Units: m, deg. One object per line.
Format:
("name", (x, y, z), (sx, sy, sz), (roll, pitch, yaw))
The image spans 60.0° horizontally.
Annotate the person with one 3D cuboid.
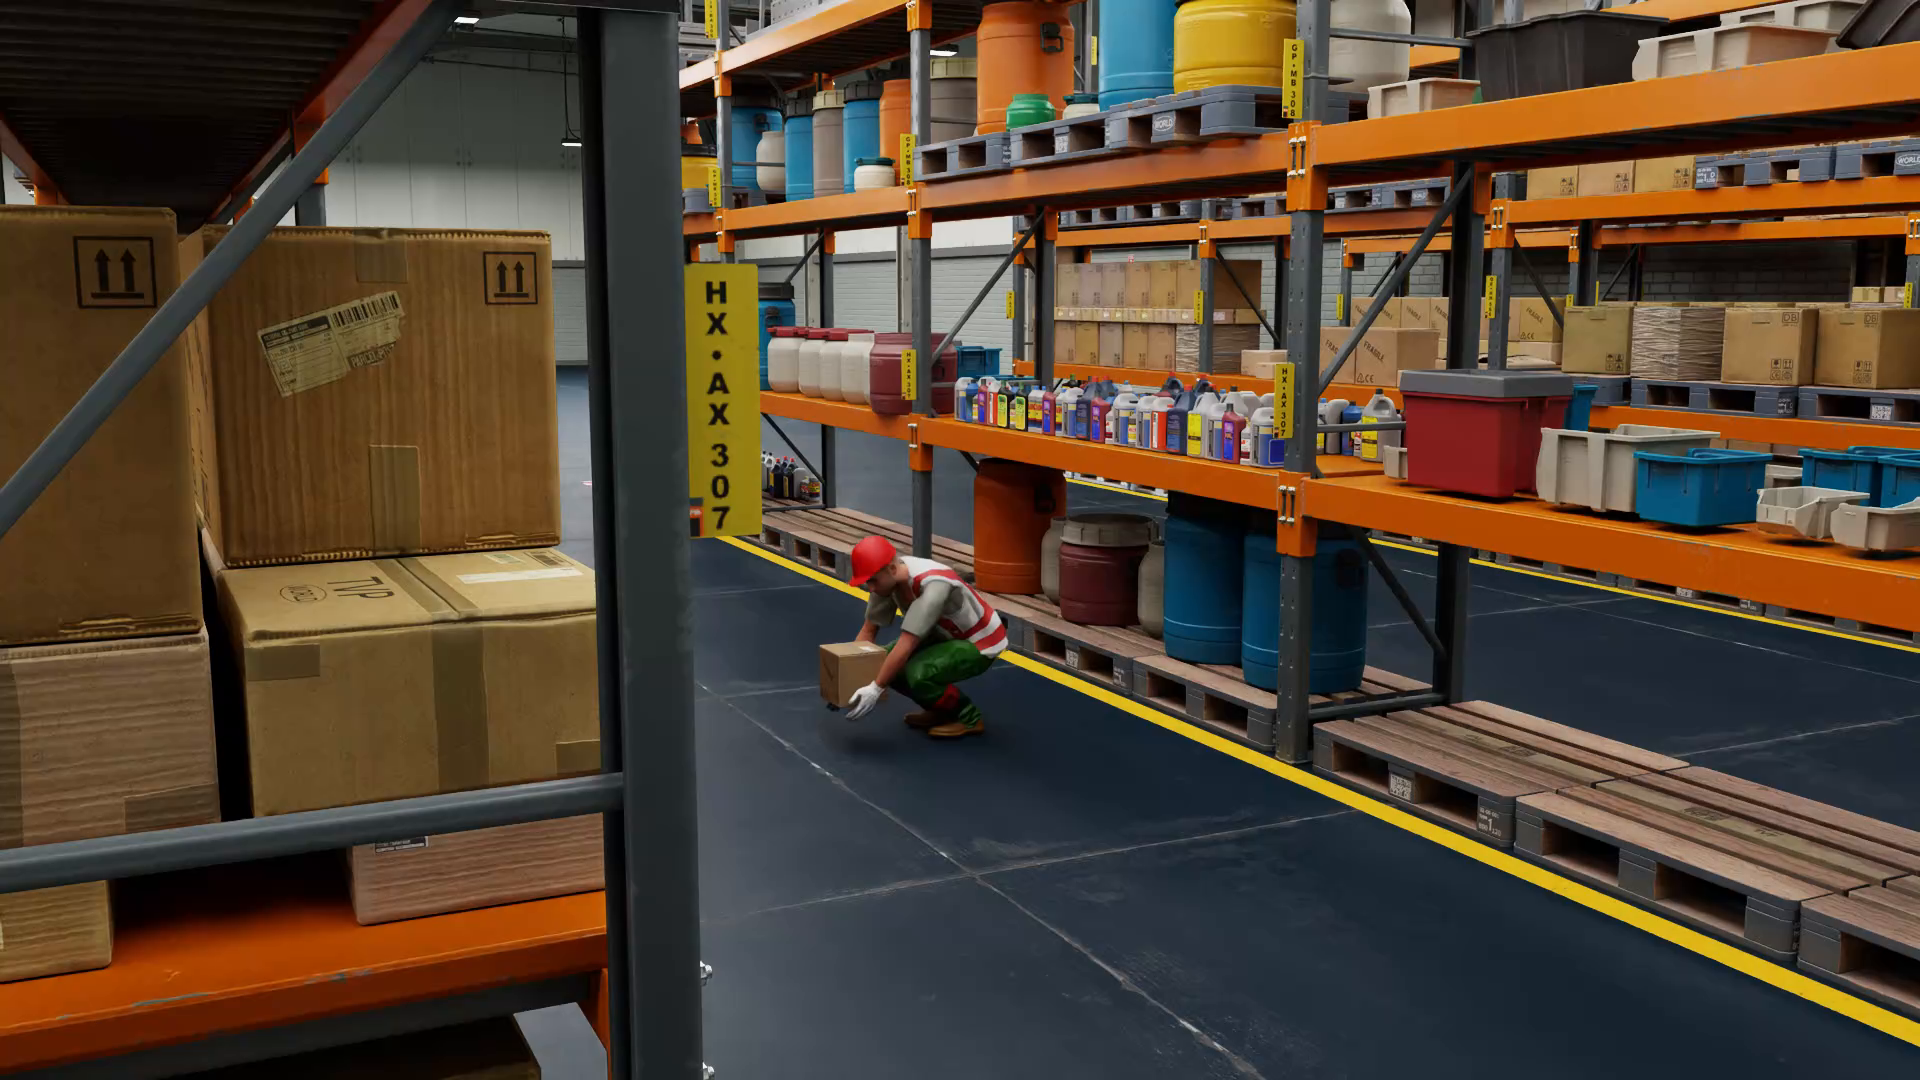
("person", (-0.193, 0.450, 7.969), (0.880, 0.991, 0.565), (-4, 9, -26))
